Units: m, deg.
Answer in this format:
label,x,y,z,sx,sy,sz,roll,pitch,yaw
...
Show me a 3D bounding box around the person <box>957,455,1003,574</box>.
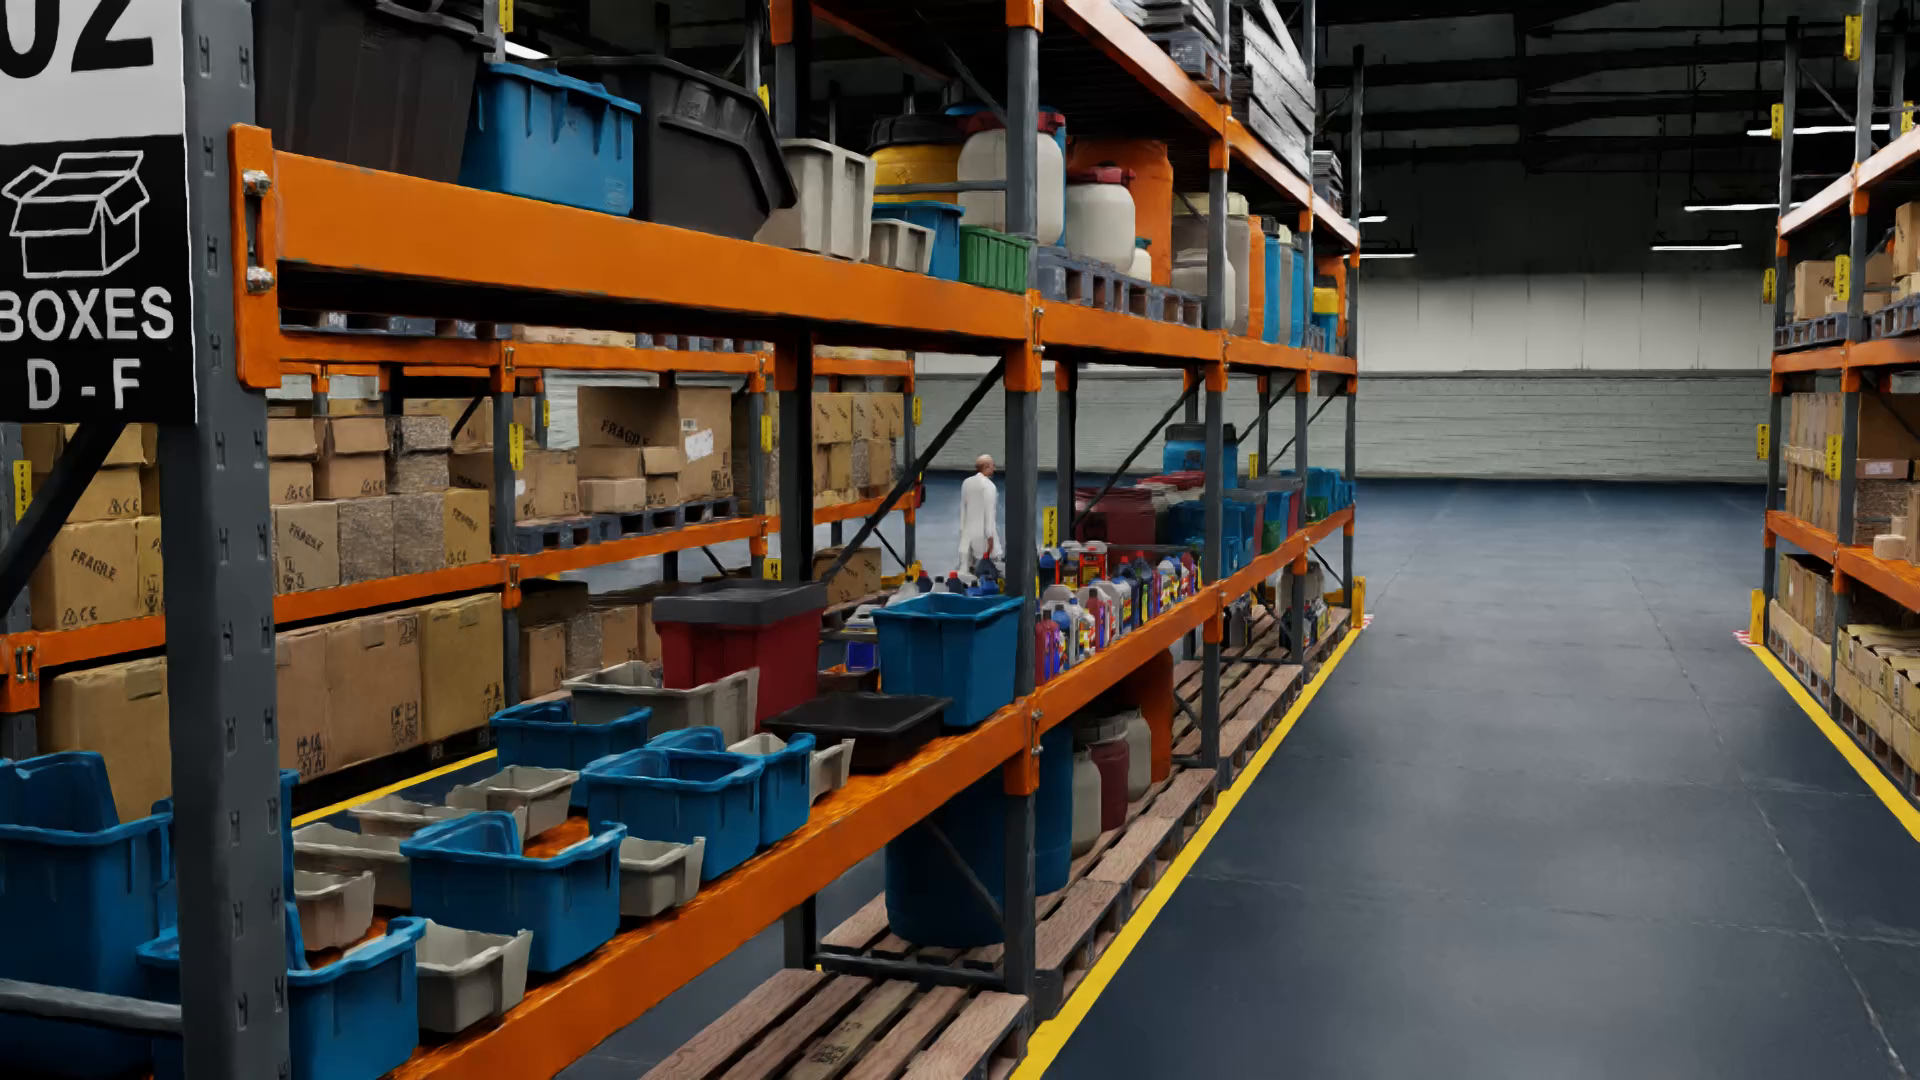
label,x,y,z,sx,sy,sz,roll,pitch,yaw
person,0.171,-0.053,18.265,0.634,1.768,0.611,-4,7,-39
